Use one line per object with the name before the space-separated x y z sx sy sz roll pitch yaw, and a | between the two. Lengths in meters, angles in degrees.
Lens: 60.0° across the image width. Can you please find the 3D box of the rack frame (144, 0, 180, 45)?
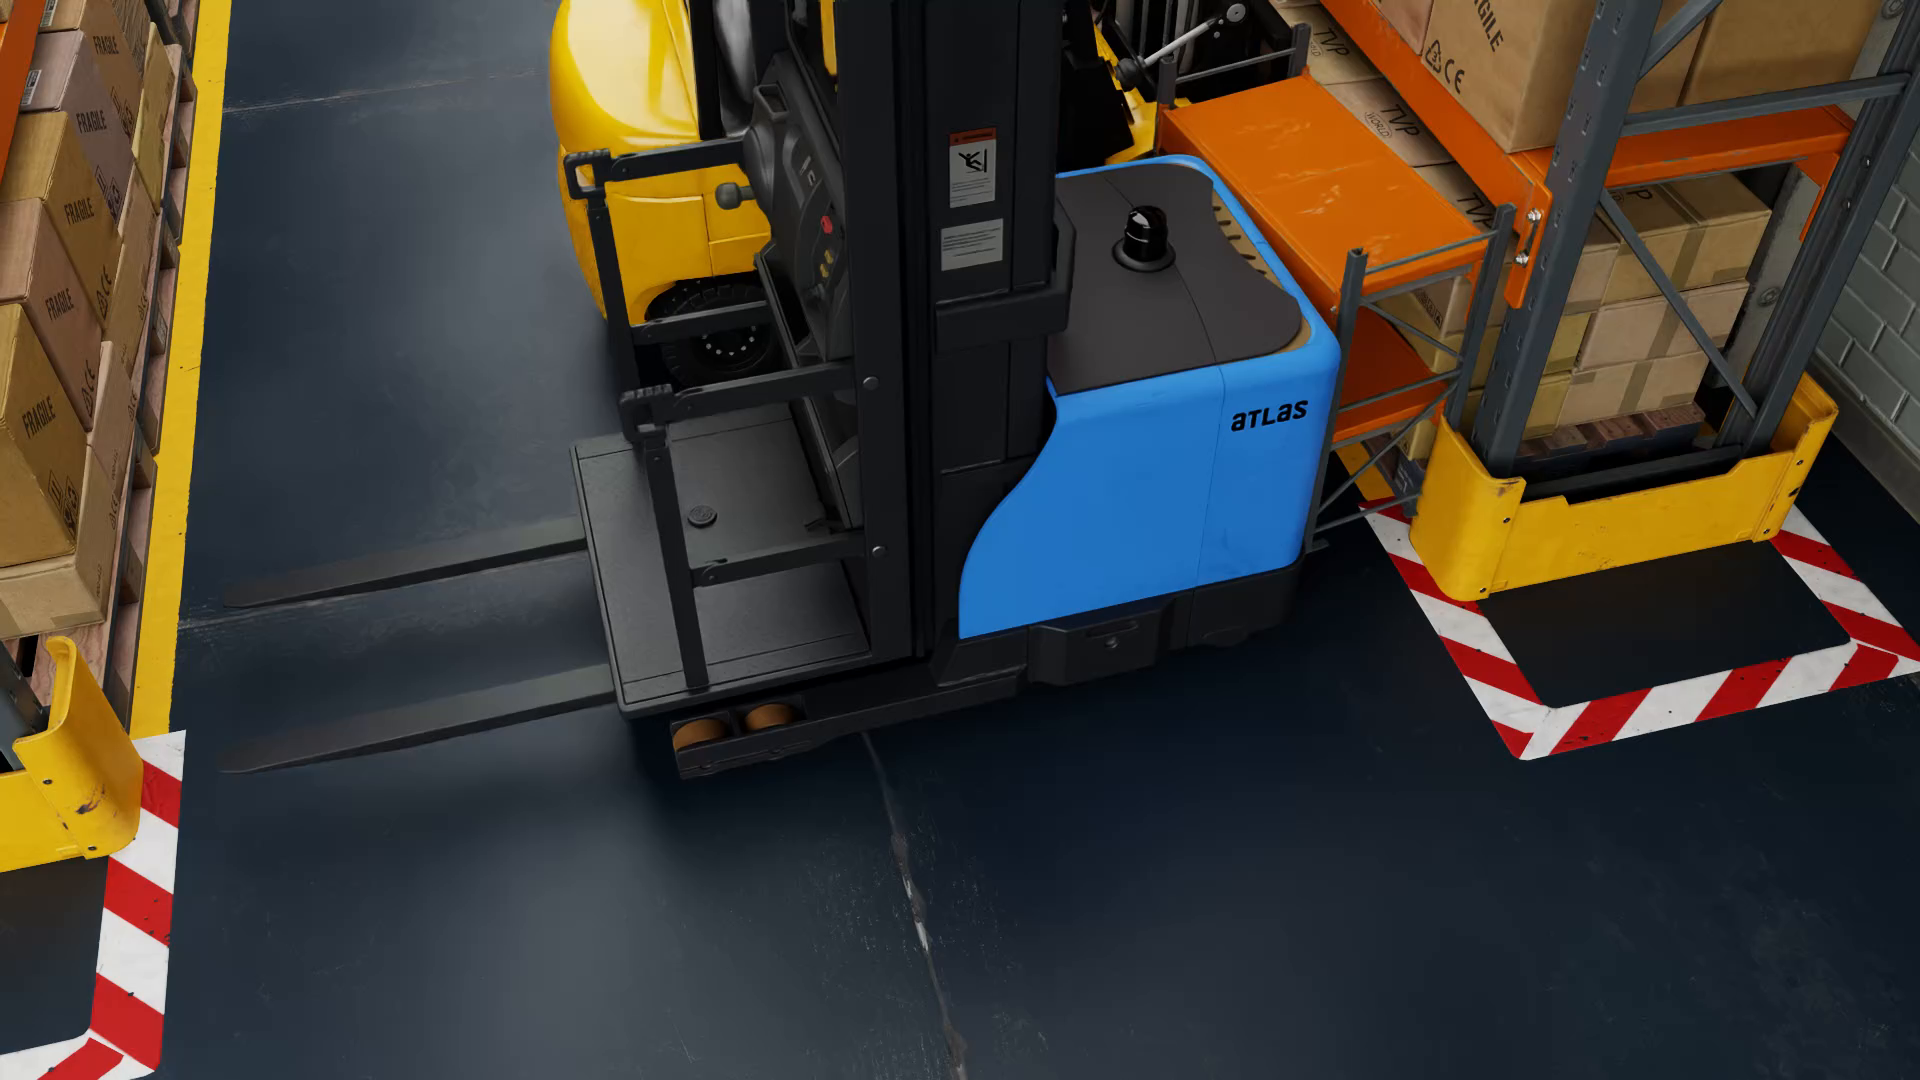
rack frame | -3.815 -2.946 6.037 1.000 3.000 0.127 -11 47 -10

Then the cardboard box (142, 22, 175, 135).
cardboard box | -3.404 -1.771 6.517 0.500 0.250 0.500 -9 46 -9

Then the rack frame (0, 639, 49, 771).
rack frame | -2.791 -0.184 3.330 1.000 3.000 0.127 -11 47 -10

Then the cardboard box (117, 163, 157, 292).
cardboard box | -3.132 -1.054 5.814 0.500 0.250 0.500 -10 46 -10

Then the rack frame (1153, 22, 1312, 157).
rack frame | 0.834 -1.094 5.354 0.500 1.125 0.032 -18 49 -15

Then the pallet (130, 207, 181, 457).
pallet | -3.293 -0.669 5.758 1.003 0.211 1.213 -11 47 -10

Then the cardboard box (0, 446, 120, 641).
cardboard box | -2.730 0.024 4.758 0.500 0.250 0.500 -11 47 -11

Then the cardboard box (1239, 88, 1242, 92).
cardboard box | 1.184 -1.780 6.175 0.500 0.250 0.500 -11 47 -10

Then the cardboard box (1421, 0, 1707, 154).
cardboard box | 1.626 -1.421 4.472 0.500 0.500 0.500 -12 47 -11

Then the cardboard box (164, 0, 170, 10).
cardboard box | -3.952 -2.535 7.180 0.950 0.372 0.625 -10 46 -10

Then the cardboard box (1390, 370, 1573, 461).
cardboard box | 1.581 -0.546 5.316 0.500 0.250 0.500 -10 46 -10

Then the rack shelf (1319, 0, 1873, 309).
rack shelf | 1.494 -2.223 5.832 1.077 0.370 4.000 -11 47 -10

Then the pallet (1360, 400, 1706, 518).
pallet | 1.770 -0.639 5.728 1.003 0.211 1.213 -11 47 -10

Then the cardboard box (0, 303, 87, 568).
cardboard box | -2.737 -0.255 4.506 0.500 0.500 0.500 -12 47 -12

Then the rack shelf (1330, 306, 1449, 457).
rack shelf | 1.041 -0.589 5.210 0.538 0.278 1.000 -18 49 -15

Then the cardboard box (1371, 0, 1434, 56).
cardboard box | 1.503 -1.781 4.825 0.500 0.500 0.500 -9 46 -9

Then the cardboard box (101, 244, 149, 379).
cardboard box | -3.006 -0.704 5.471 0.500 0.250 0.500 -8 46 -8

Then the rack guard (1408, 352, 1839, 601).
rack guard | 2.012 -0.203 5.099 1.175 0.500 0.348 -11 47 -10

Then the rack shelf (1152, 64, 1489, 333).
rack shelf | 1.030 -0.957 4.818 0.538 0.278 1.000 -18 49 -15

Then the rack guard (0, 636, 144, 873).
rack guard | -2.811 0.638 4.274 1.175 0.500 0.348 -11 47 -10

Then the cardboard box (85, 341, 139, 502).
cardboard box | -2.854 -0.330 5.104 0.500 0.250 0.500 -9 46 -9

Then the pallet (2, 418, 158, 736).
pallet | -2.984 0.172 4.934 1.003 0.211 1.213 -11 47 -10

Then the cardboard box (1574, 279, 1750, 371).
cardboard box | 2.087 -0.817 5.231 0.500 0.250 0.500 -10 46 -10

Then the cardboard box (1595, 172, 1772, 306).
cardboard box | 2.066 -0.995 5.056 0.500 0.250 0.500 -11 47 -11

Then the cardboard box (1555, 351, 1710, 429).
cardboard box | 2.070 -0.654 5.422 0.500 0.250 0.500 -11 47 -10

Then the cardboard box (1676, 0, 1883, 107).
cardboard box | 2.148 -1.522 4.571 0.500 0.500 0.500 -9 46 -9

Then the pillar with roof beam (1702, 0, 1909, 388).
pillar with roof beam | -1.462 -3.053 1.941 9.100 9.000 0.400 -11 47 -10

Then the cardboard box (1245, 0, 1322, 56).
cardboard box | 1.189 -1.939 5.981 0.500 0.250 0.500 -12 47 -11

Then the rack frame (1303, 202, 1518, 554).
rack frame | 1.238 -0.419 4.709 0.500 1.125 0.032 -18 49 -15

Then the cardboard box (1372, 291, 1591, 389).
cardboard box | 1.579 -0.733 5.149 0.500 0.250 0.500 -11 47 -11

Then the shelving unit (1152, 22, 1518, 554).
shelving unit | 1.036 -0.757 5.032 0.538 1.125 1.048 -18 49 -15

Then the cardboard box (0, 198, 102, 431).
cardboard box | -2.875 -0.615 4.859 0.500 0.500 0.500 -12 47 -12

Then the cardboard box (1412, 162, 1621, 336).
cardboard box | 1.587 -0.890 4.953 0.500 0.250 0.500 -9 46 -9

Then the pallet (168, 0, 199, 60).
pallet | -4.016 -2.507 7.559 1.003 0.211 1.213 -11 47 -10

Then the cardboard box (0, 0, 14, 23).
cardboard box | -3.037 -1.638 4.931 0.380 0.149 0.250 -10 46 -10

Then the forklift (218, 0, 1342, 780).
forklift | -0.578 -0.795 3.977 3.031 2.935 1.130 -12 47 -11

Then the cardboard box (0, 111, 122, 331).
cardboard box | -2.995 -0.963 5.200 0.500 0.500 0.500 -10 46 -10

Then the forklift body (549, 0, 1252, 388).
forklift body | -0.243 -1.773 5.482 2.313 2.155 1.214 -11 47 -10

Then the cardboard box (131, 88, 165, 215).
cardboard box | -3.258 -1.406 6.158 0.500 0.250 0.500 -12 47 -11

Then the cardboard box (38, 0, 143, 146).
cardboard box | -3.272 -1.683 5.905 0.500 0.500 0.500 -10 46 -10

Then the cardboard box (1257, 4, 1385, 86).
cardboard box | 1.312 -1.588 5.637 0.500 0.250 0.500 -10 46 -10

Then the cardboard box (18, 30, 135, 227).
cardboard box | -3.141 -1.331 5.560 0.500 0.500 0.500 -8 46 -8

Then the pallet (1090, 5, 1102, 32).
pallet | 1.145 -2.323 7.379 1.003 0.211 1.213 -11 47 -10

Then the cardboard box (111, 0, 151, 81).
cardboard box | -3.404 -2.033 6.249 0.500 0.500 0.500 -11 47 -11

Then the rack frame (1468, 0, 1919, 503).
rack frame | 2.006 -1.094 4.222 1.000 3.000 0.127 -11 47 -10

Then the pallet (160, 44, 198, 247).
pallet | -3.609 -1.513 6.585 1.003 0.211 1.213 -11 47 -10

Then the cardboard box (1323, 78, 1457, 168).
cardboard box | 1.450 -1.241 5.297 0.500 0.250 0.500 -10 46 -10
